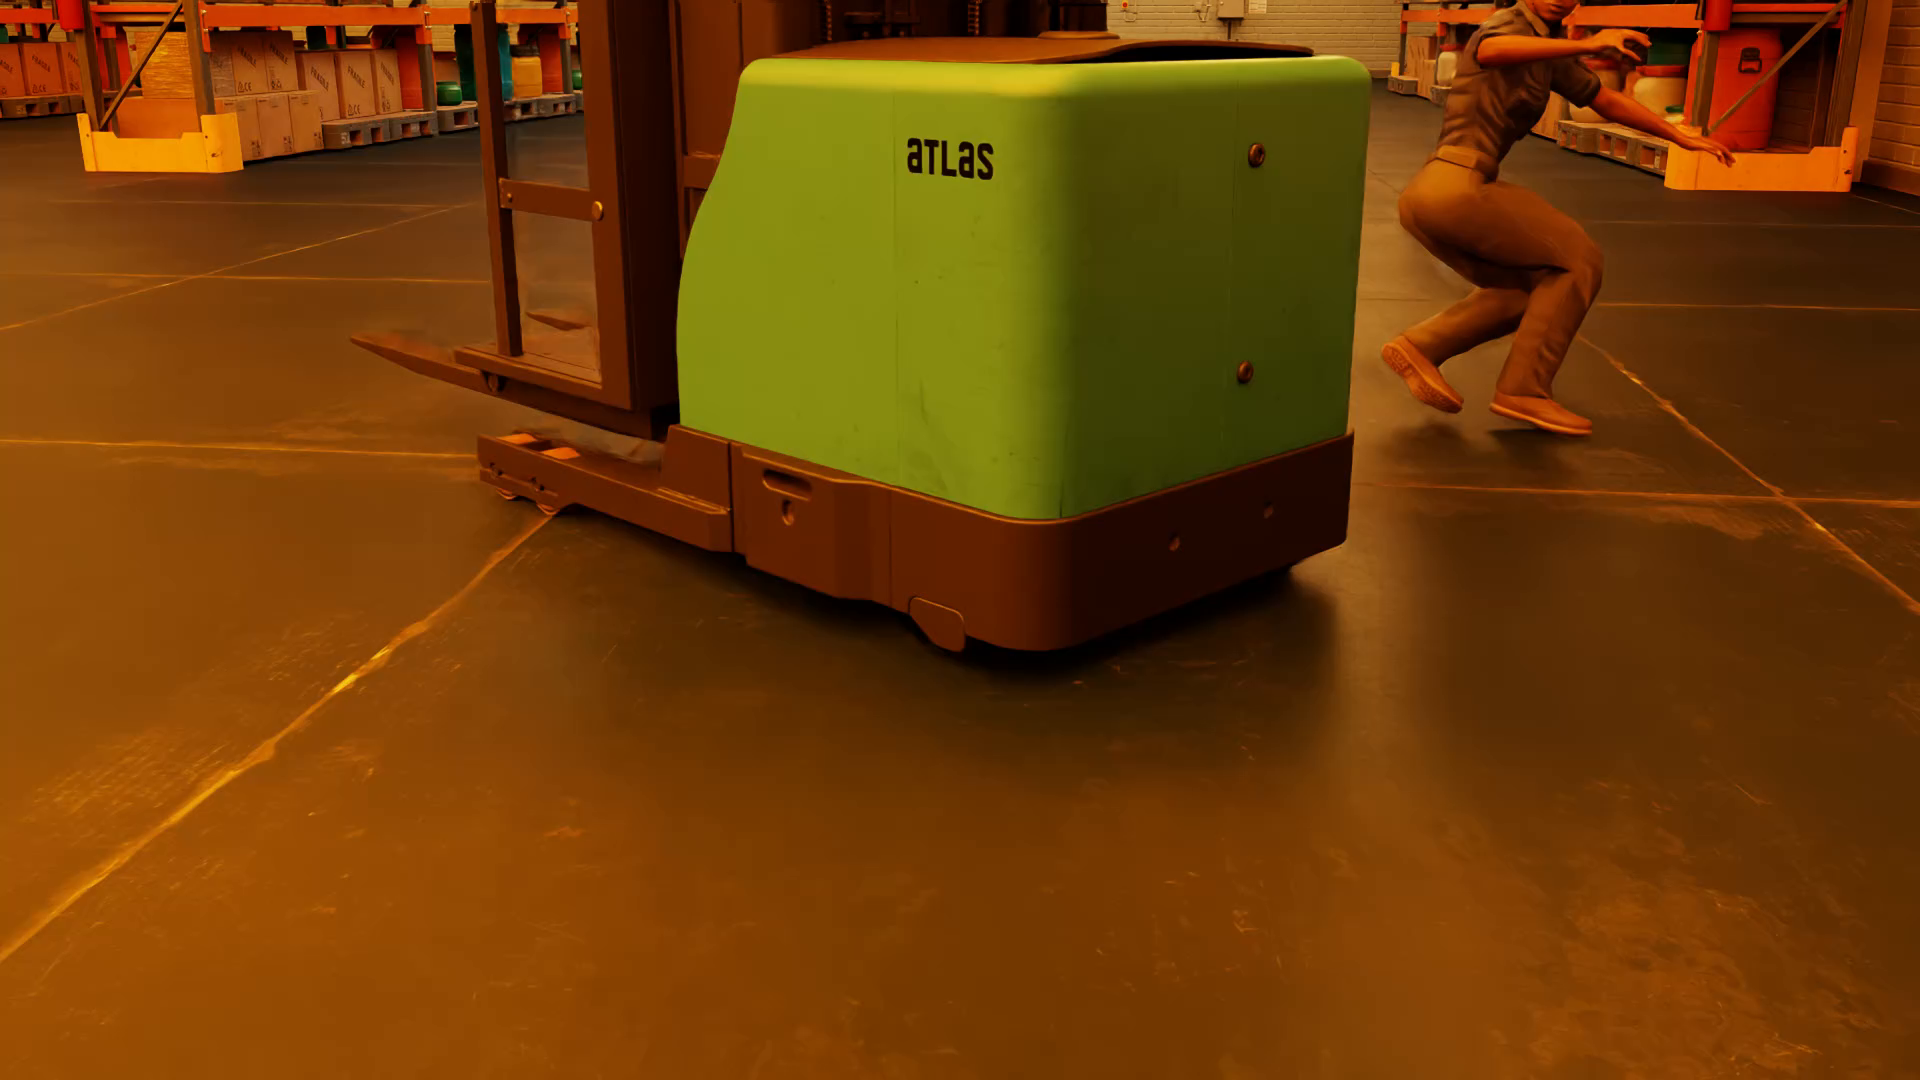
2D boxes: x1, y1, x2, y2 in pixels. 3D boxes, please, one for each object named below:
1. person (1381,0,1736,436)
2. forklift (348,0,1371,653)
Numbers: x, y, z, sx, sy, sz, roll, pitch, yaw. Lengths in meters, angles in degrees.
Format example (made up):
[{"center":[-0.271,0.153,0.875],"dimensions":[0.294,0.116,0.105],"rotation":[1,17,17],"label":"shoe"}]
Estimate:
[{"center":[1.736,-0.988,4.687],"dimensions":[0.951,1.385,0.690],"rotation":[3,18,8],"label":"person"},{"center":[-0.556,-1.552,3.874],"dimensions":[1.130,2.935,3.031],"rotation":[-17,24,-42],"label":"forklift"}]
